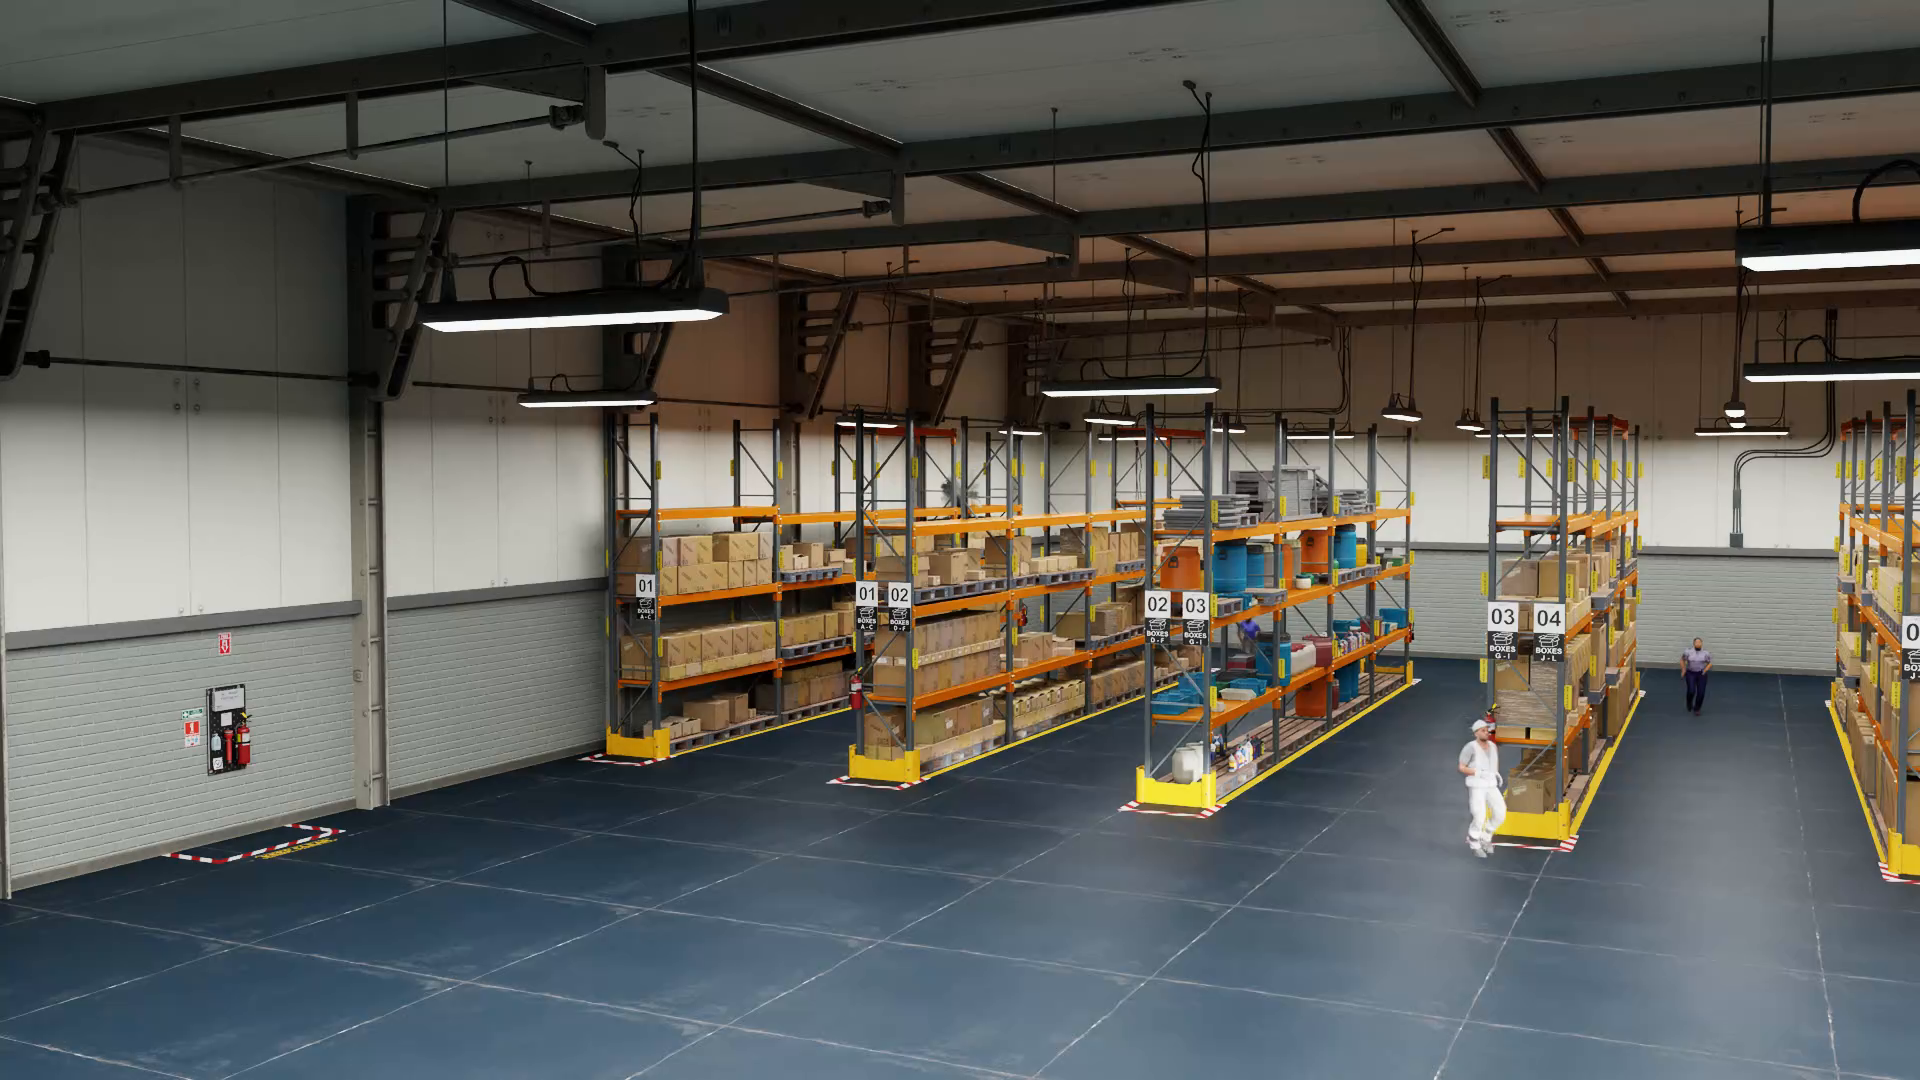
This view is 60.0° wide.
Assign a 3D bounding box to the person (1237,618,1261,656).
[{"bbox_3d":[6.916,2.530,39.780,0.594,1.641,0.747,0,2,9],"label":"person"}]

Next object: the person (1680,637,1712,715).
[{"bbox_3d":[14.997,2.781,33.863,0.594,1.601,0.590,1,3,19],"label":"person"}]

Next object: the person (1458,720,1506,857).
[{"bbox_3d":[6.795,3.222,21.484,0.706,1.776,0.588,-1,3,-19],"label":"person"}]
